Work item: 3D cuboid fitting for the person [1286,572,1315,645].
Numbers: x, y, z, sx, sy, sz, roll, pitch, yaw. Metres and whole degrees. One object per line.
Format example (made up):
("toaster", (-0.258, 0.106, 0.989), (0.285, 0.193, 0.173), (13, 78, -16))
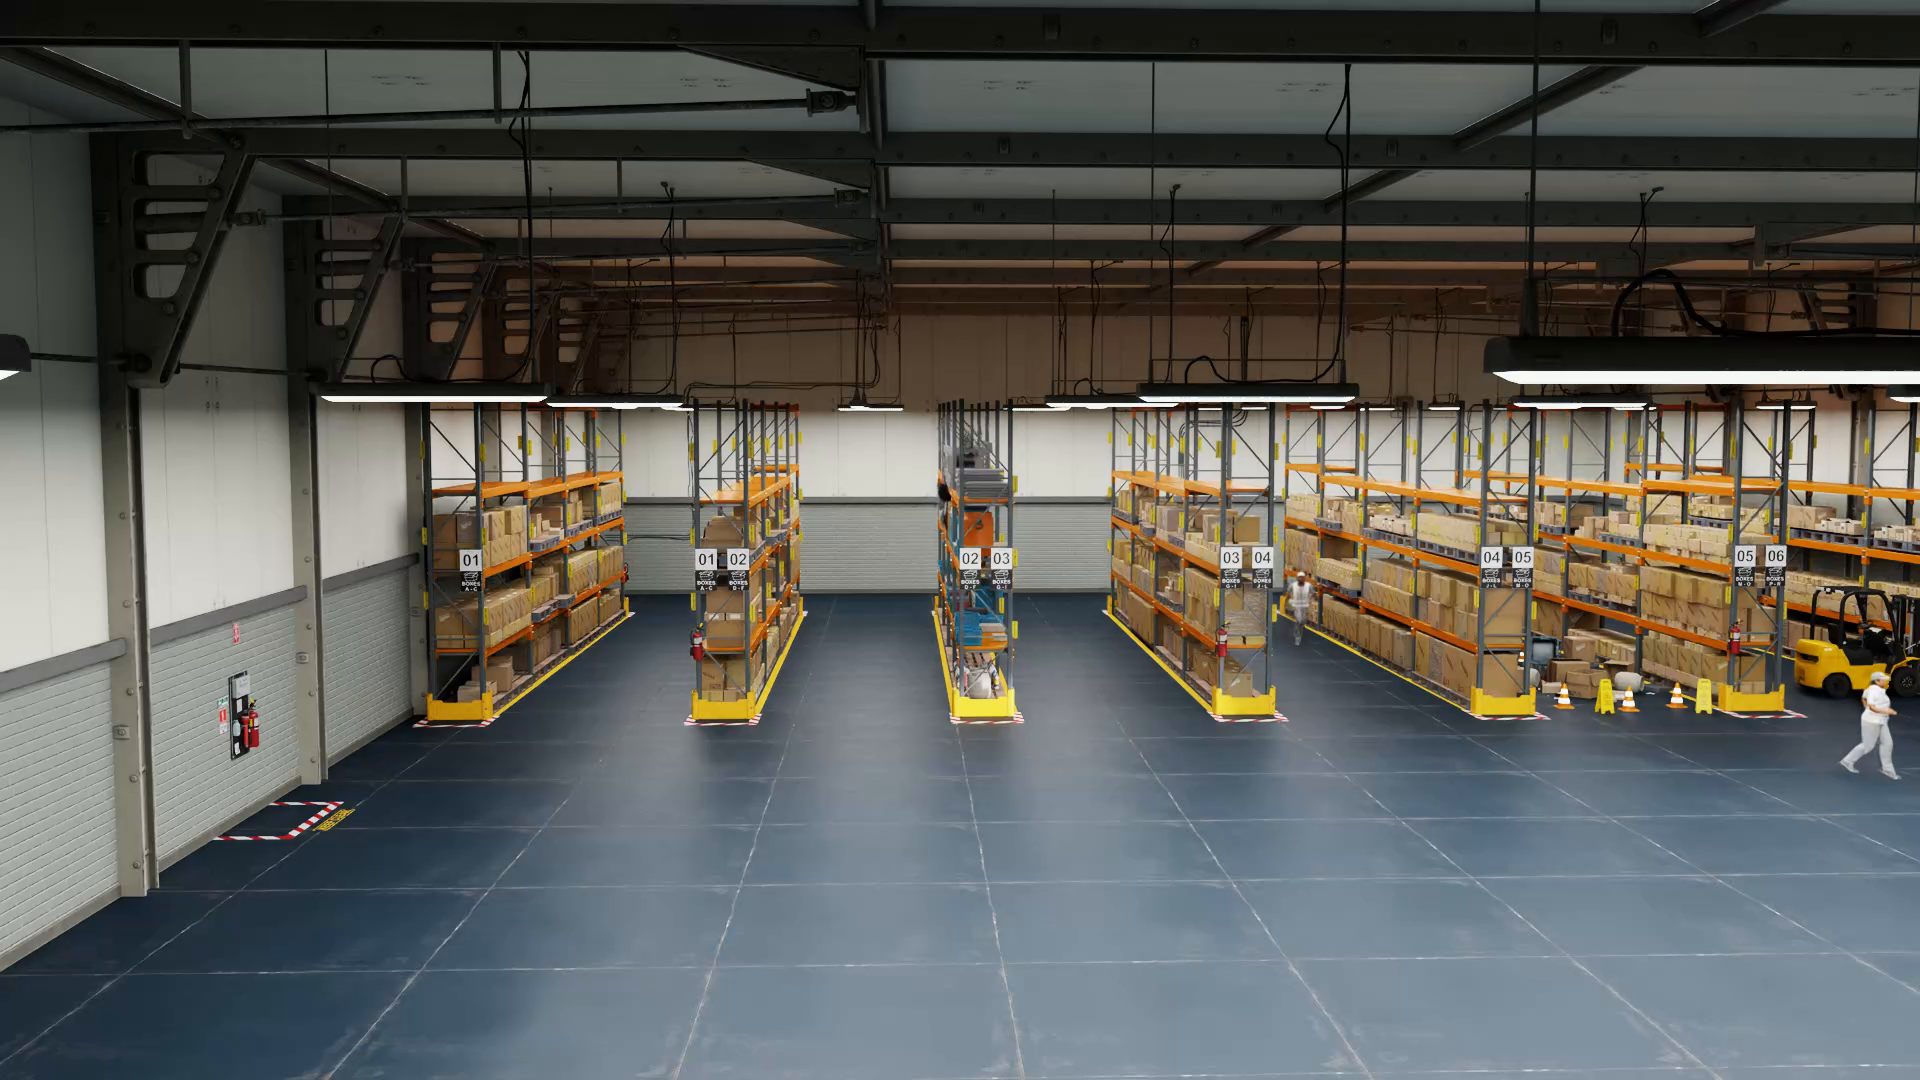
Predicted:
("person", (8.497, 1.710, 41.384), (0.644, 1.843, 0.762), (0, 4, -2))

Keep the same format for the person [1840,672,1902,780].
("person", (14.366, 2.909, 26.174), (0.851, 1.697, 0.598), (4, 6, 40))
